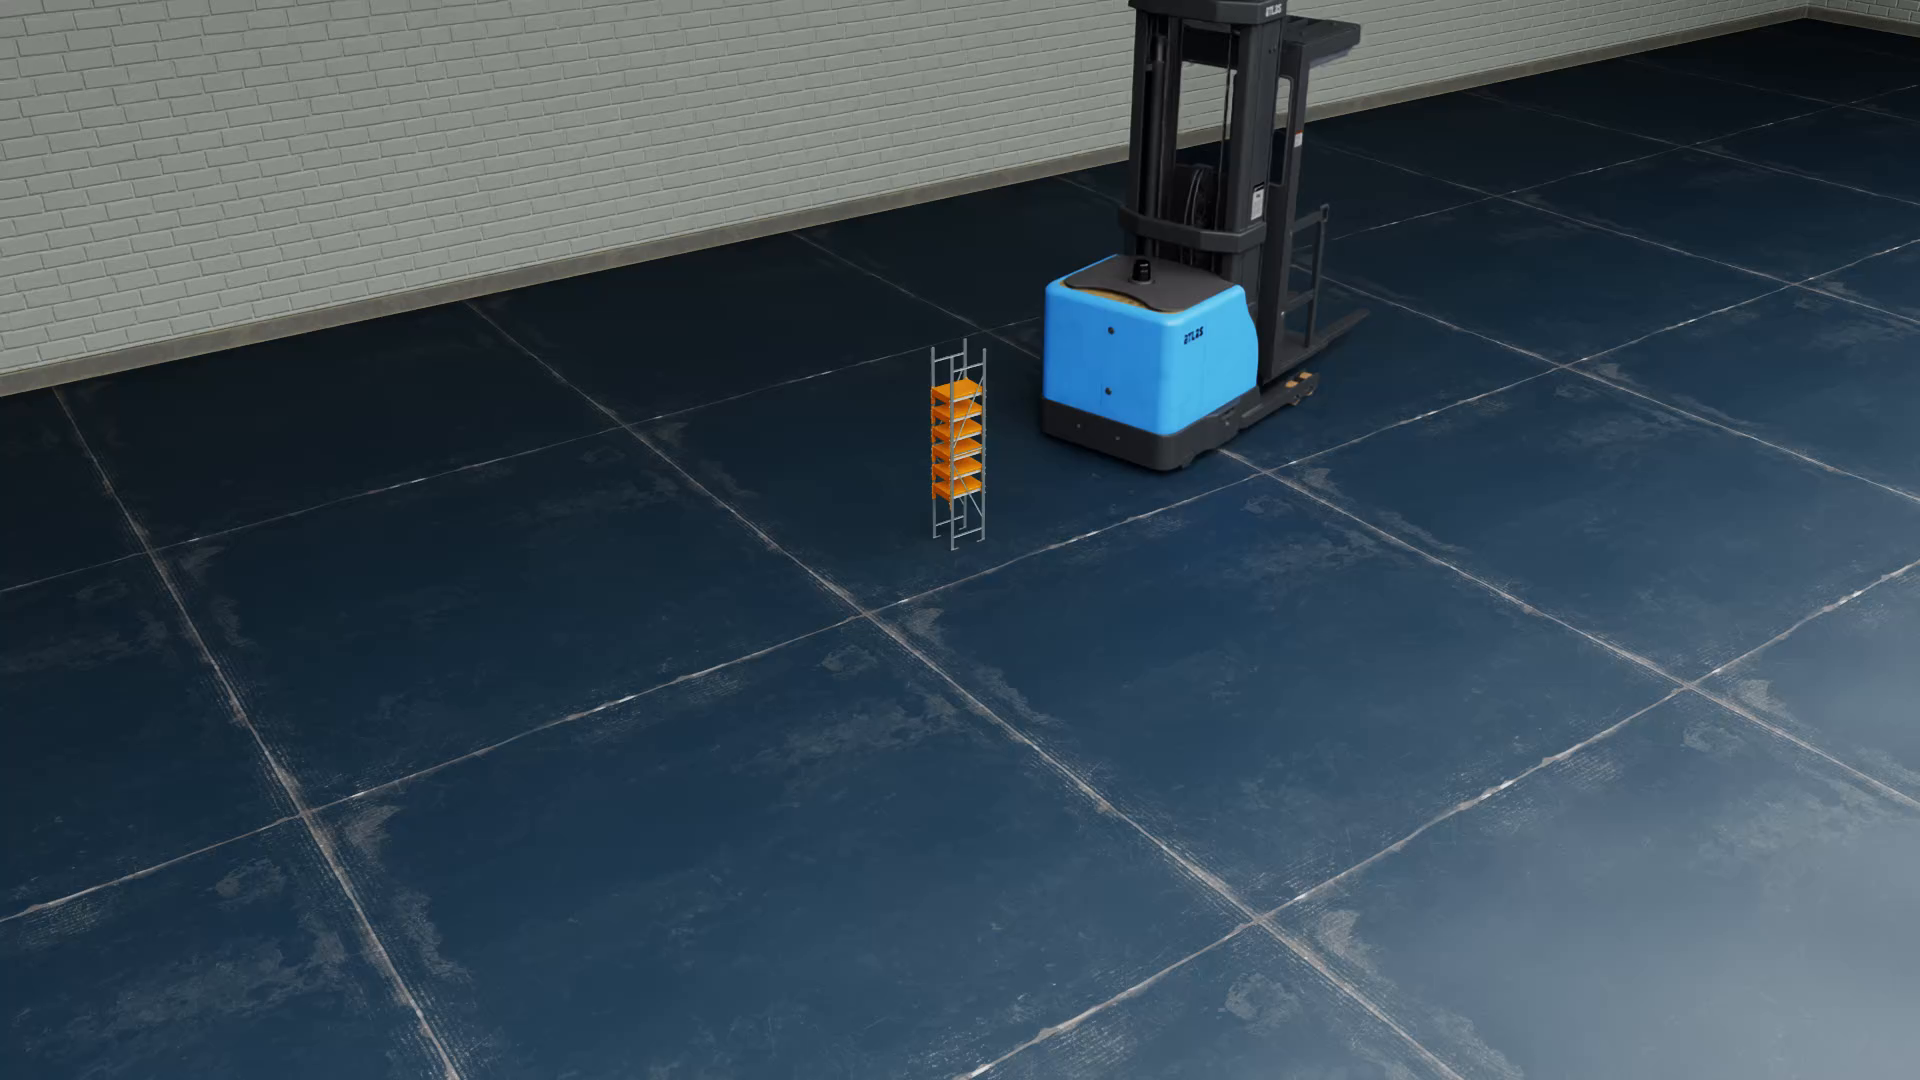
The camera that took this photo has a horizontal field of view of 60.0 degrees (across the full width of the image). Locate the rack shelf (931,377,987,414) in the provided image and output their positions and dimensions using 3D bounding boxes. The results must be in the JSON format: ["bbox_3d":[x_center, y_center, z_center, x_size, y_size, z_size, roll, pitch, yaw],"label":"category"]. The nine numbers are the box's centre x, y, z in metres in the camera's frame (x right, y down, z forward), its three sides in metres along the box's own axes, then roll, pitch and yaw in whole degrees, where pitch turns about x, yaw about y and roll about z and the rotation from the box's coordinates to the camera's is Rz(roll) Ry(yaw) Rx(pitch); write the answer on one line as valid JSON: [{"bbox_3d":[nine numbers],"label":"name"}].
[{"bbox_3d":[-0.008,-0.810,9.323,0.258,0.103,0.180,-19,34,-31],"label":"rack shelf"}]

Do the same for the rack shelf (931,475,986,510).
[{"bbox_3d":[-0.008,-0.283,9.610,0.258,0.103,0.180,-19,34,-31],"label":"rack shelf"}]

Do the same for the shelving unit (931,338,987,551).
[{"bbox_3d":[-0.008,-0.533,9.474,0.258,1.200,0.189,-19,34,-31],"label":"shelving unit"}]

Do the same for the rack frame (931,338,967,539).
[{"bbox_3d":[-0.061,-0.568,9.540,0.240,1.200,0.006,-19,34,-31],"label":"rack frame"}]

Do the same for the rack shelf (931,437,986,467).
[{"bbox_3d":[-0.008,-0.494,9.495,0.258,0.103,0.180,-19,34,-31],"label":"rack shelf"}]

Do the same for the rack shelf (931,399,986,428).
[{"bbox_3d":[-0.008,-0.705,9.381,0.258,0.103,0.180,-19,34,-31],"label":"rack shelf"}]

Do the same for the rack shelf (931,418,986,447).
[{"bbox_3d":[-0.008,-0.599,9.438,0.258,0.103,0.180,-19,34,-31],"label":"rack shelf"}]

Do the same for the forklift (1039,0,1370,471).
[{"bbox_3d":[1.848,-2.353,11.011,1.130,2.935,3.031,22,35,34],"label":"forklift"}]

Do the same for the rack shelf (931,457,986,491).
[{"bbox_3d":[-0.008,-0.388,9.552,0.258,0.103,0.180,-19,34,-31],"label":"rack shelf"}]

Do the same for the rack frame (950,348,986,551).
[{"bbox_3d":[0.045,-0.497,9.409,0.240,1.200,0.006,-19,34,-31],"label":"rack frame"}]
